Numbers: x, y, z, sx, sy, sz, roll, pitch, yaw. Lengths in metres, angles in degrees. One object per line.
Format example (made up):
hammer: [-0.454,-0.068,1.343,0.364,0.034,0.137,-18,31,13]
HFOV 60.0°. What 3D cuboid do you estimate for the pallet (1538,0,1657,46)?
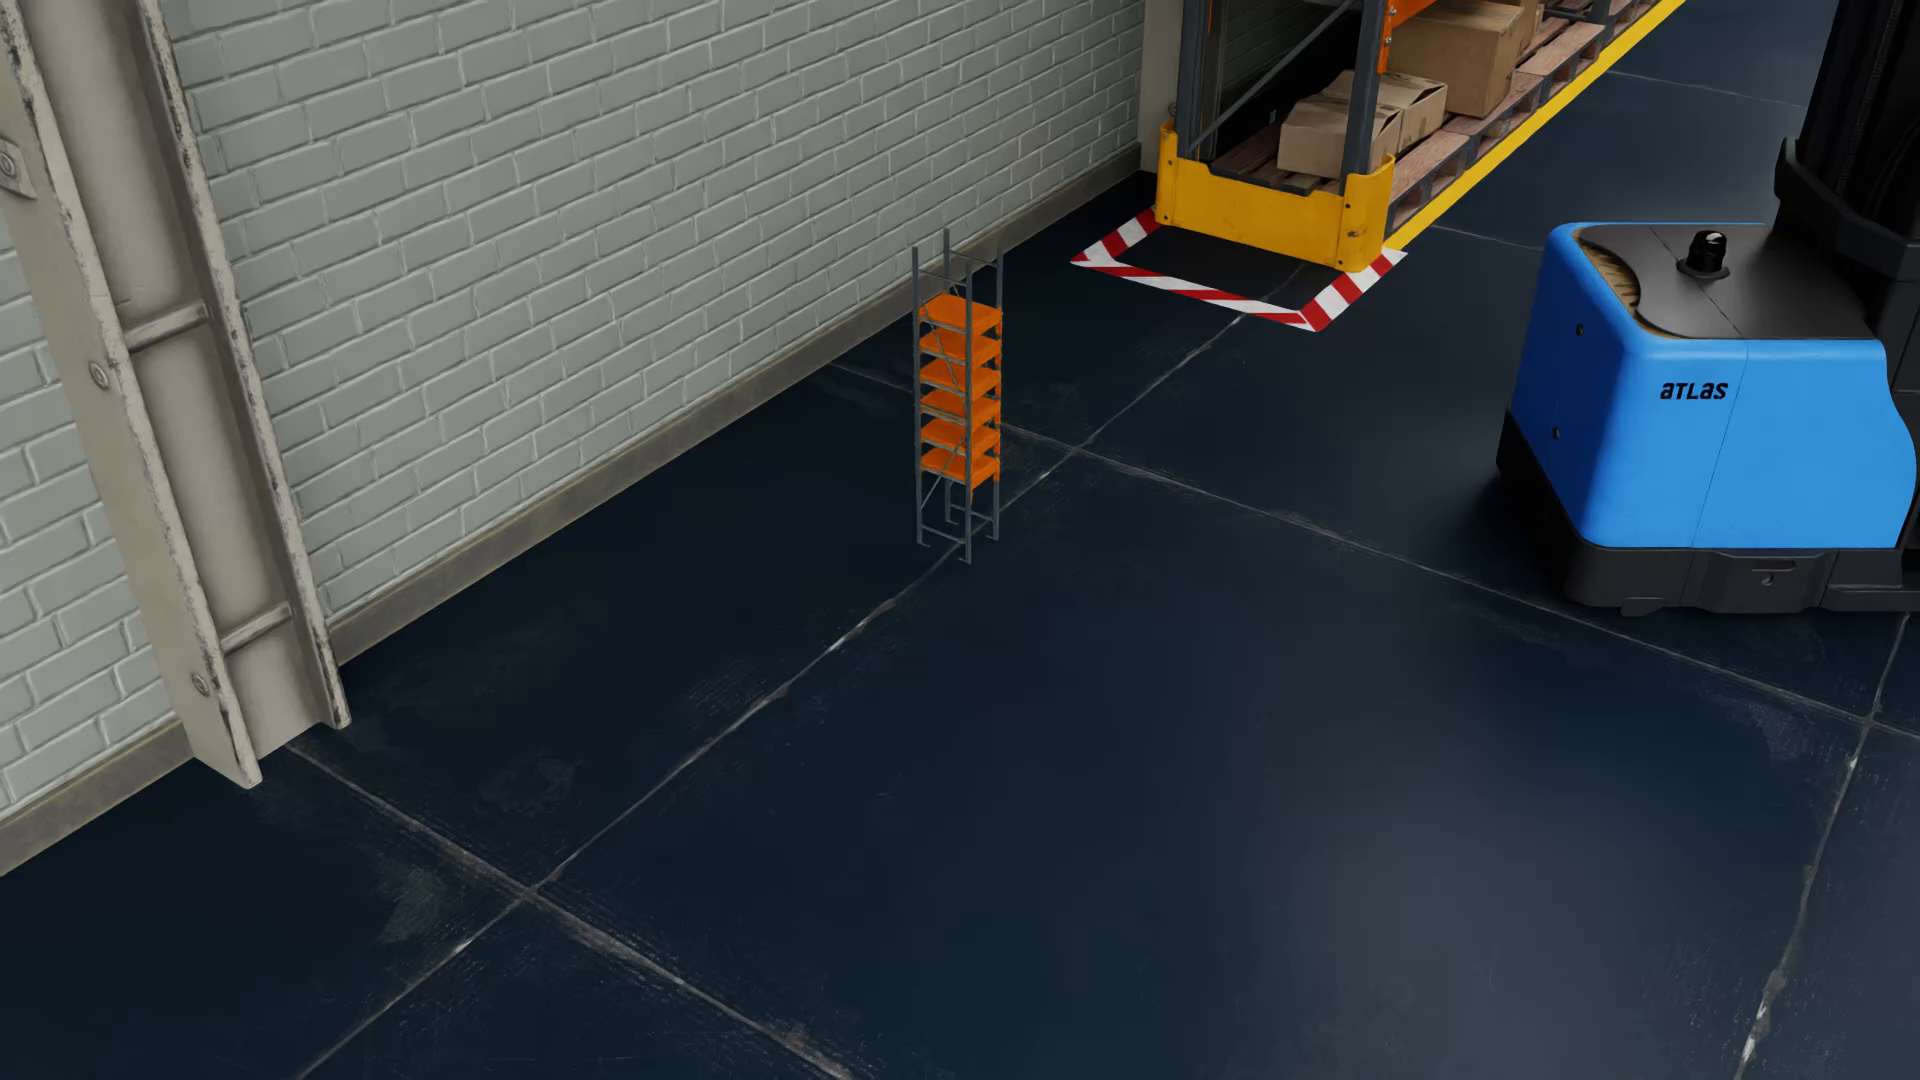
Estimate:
pallet: [4.253,-3.821,11.712,1.003,0.211,1.213,21,39,28]

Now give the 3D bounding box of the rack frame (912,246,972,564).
rack frame: [-0.060,-0.448,5.842,0.240,1.200,0.006,21,39,28]

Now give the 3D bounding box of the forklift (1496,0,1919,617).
forklift: [3.631,-1.216,5.431,3.031,2.935,1.130,0,34,0]

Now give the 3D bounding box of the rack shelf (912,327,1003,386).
rack shelf: [-0.008,-0.652,5.794,0.258,0.103,0.180,21,39,28]

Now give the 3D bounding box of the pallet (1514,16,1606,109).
pallet: [3.456,-3.142,10.708,1.003,0.211,1.213,21,39,28]

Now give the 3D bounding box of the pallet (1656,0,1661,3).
pallet: [4.948,-4.385,12.546,1.003,0.211,1.213,21,39,28]

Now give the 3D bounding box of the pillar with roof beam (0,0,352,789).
pillar with roof beam: [1.334,-1.724,0.766,9.100,9.000,0.400,21,39,28]

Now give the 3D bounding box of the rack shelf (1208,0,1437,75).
rack shelf: [2.670,-3.399,9.241,1.077,0.370,4.000,21,39,28]

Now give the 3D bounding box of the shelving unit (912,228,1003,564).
shelving unit: [-0.008,-0.490,5.904,0.258,1.200,0.189,21,39,28]

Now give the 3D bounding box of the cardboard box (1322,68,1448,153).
cardboard box: [2.323,-2.397,9.125,0.500,0.311,0.500,25,41,32]

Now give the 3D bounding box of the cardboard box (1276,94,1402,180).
cardboard box: [1.998,-2.135,8.737,0.500,0.311,0.500,17,37,23]

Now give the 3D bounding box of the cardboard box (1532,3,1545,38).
cardboard box: [3.530,-3.370,10.693,0.380,0.166,0.250,16,37,22]

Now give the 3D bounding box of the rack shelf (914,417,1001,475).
rack shelf: [-0.008,-0.354,5.996,0.258,0.103,0.180,21,39,28]

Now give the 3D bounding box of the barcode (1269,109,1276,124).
barcode: [1.680,-2.275,8.936,0.001,0.075,0.075,21,39,28]

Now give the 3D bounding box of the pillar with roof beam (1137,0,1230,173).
pillar with roof beam: [4.755,-4.485,4.850,9.100,9.000,0.400,21,39,28]

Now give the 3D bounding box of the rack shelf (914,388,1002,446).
rack shelf: [-0.008,-0.454,5.929,0.258,0.103,0.180,21,39,28]

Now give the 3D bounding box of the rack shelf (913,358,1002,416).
rack shelf: [-0.008,-0.553,5.862,0.258,0.103,0.180,21,39,28]

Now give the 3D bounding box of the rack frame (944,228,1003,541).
rack frame: [0.044,-0.532,5.966,0.240,1.200,0.006,21,39,28]

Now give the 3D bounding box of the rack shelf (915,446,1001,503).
rack shelf: [-0.008,-0.255,6.063,0.258,0.103,0.180,21,39,28]

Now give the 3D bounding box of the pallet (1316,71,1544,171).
pallet: [2.761,-2.578,9.874,1.003,0.211,1.213,21,39,28]

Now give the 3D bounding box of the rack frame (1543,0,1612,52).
rack frame: [3.810,-4.618,10.401,1.000,3.000,0.127,21,39,28]

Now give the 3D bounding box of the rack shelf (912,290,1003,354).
rack shelf: [-0.008,-0.752,5.727,0.258,0.103,0.180,21,39,28]

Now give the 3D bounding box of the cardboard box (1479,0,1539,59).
cardboard box: [3.251,-3.274,10.252,0.500,0.500,0.500,18,38,25]

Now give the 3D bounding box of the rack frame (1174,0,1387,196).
rack frame: [1.530,-2.777,7.679,1.000,3.000,0.127,21,39,28]

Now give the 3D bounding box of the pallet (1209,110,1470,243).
pallet: [2.065,-2.019,9.048,1.003,0.211,1.213,21,39,28]

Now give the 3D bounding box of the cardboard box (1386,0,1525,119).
cardboard box: [2.782,-2.797,9.547,0.700,0.500,0.500,19,38,25]
